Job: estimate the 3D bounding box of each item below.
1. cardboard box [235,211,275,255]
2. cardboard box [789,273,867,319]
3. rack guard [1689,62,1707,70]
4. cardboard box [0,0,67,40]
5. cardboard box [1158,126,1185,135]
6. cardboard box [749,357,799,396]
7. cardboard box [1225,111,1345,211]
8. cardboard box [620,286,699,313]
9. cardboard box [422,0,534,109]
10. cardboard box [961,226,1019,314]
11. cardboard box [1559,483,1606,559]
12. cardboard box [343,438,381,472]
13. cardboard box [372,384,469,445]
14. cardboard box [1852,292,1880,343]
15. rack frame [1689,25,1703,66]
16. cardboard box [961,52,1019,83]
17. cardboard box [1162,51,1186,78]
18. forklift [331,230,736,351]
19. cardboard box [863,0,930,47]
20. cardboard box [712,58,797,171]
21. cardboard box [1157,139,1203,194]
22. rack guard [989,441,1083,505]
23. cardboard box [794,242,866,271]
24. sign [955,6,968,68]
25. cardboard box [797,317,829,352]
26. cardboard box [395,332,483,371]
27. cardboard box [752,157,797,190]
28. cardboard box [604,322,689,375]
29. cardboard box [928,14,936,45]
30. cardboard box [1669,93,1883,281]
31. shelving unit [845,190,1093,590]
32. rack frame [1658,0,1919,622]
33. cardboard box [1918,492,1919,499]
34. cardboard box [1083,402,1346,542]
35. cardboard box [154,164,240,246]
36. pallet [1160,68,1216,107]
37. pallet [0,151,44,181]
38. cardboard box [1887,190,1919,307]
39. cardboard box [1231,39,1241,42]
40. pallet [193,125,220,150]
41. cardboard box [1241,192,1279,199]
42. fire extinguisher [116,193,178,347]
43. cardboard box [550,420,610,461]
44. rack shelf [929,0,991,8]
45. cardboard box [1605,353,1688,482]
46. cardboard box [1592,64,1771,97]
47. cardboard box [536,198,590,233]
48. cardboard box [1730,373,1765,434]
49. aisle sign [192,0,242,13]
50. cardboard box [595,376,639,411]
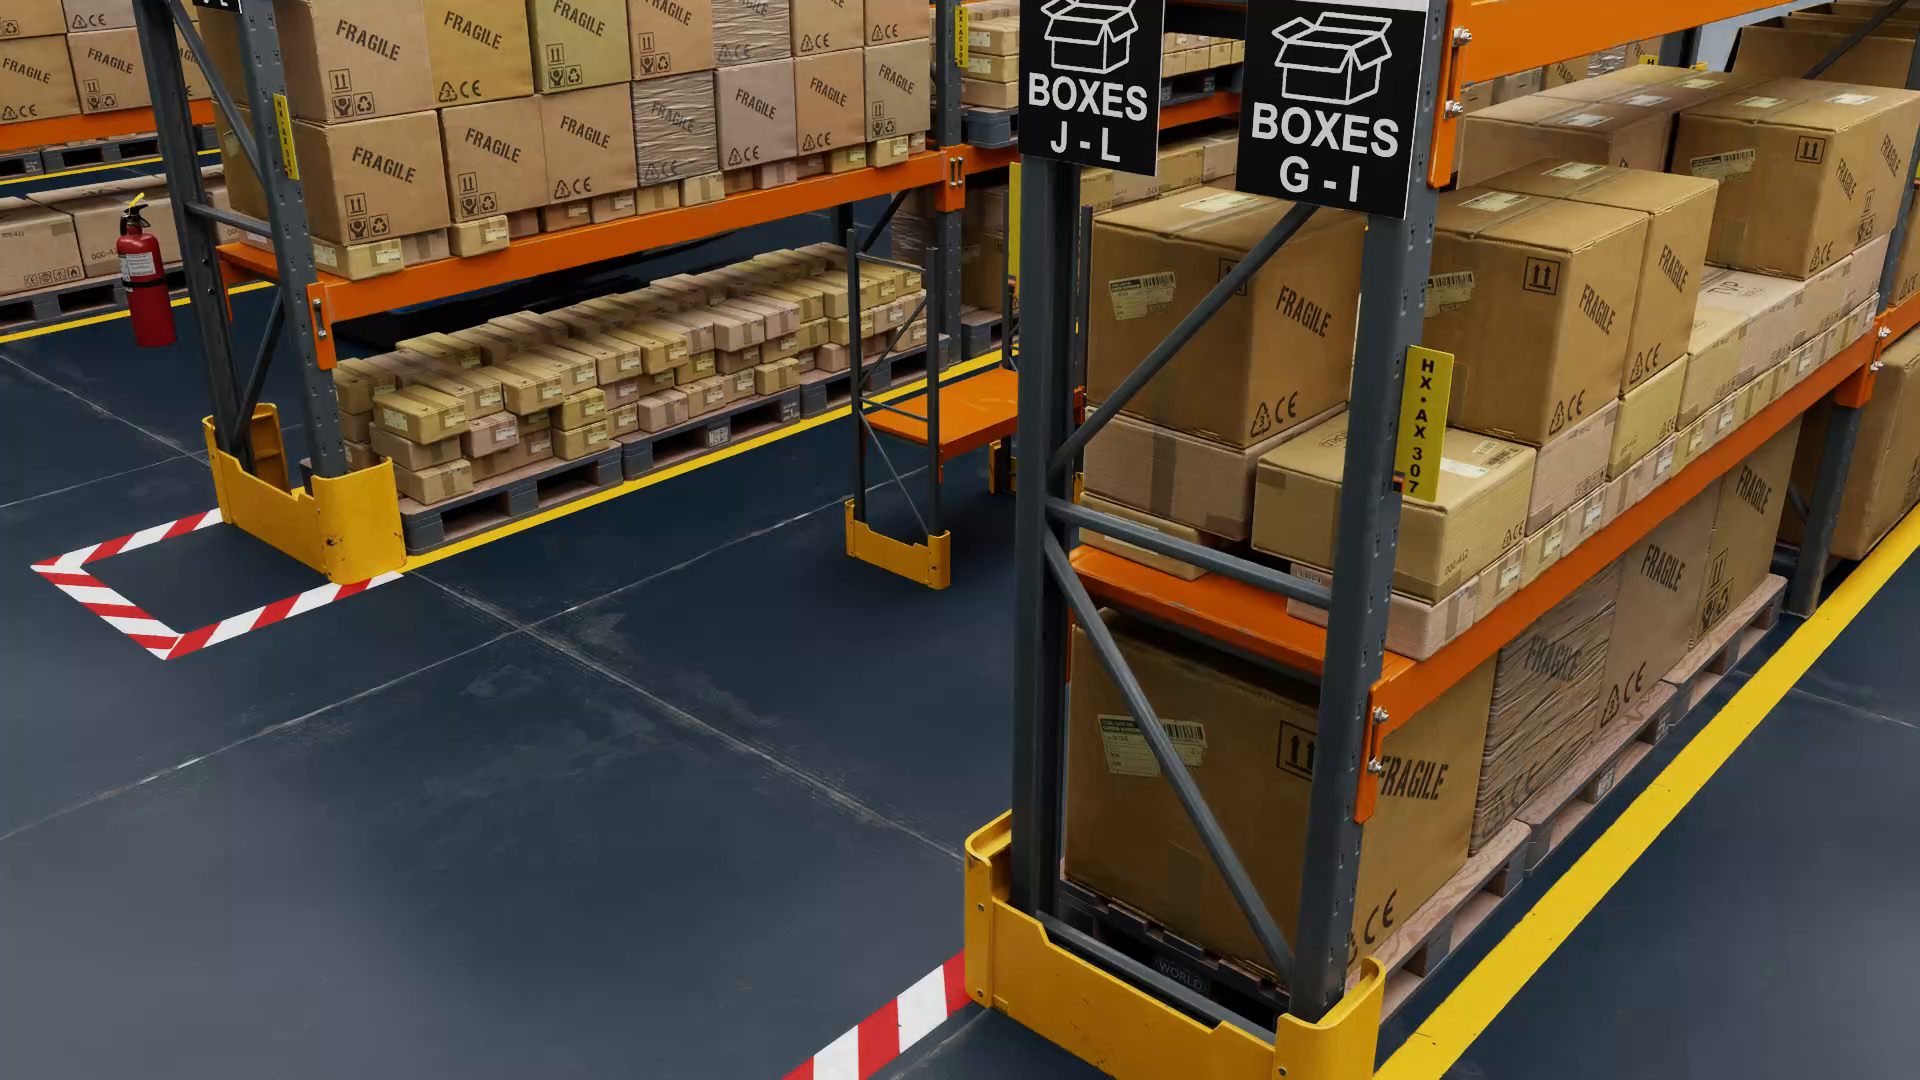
[{"bbox_3d":[-3.066,-1.409,7.533,0.380,0.149,0.250,20,31,38],"label":"cardboard box"},{"bbox_3d":[-0.749,-1.382,9.410,0.380,0.149,0.250,20,31,37],"label":"cardboard box"},{"bbox_3d":[7.622,-5.088,18.488,1.175,0.500,0.348,20,31,38],"label":"rack guard"},{"bbox_3d":[-5.954,-3.397,10.317,0.500,0.500,0.500,19,30,36],"label":"cardboard box"},{"bbox_3d":[1.288,-2.879,12.130,0.500,0.250,0.500,20,31,37],"label":"cardboard box"},{"bbox_3d":[-1.102,-0.929,9.126,0.380,0.149,0.250,20,31,37],"label":"cardboard box"},{"bbox_3d":[2.740,-3.110,13.257,1.050,0.750,0.750,20,31,37],"label":"cardboard box"},{"bbox_3d":[-1.656,-1.275,9.171,0.380,0.149,0.250,19,30,35],"label":"cardboard box"},{"bbox_3d":[-2.243,-2.204,7.292,0.500,0.500,0.500,21,32,39],"label":"cardboard box"},{"bbox_3d":[0.288,-1.769,10.572,0.500,0.500,0.500,22,32,39],"label":"cardboard box"},{"bbox_3d":[1.550,-0.102,4.617,0.380,0.149,0.250,20,31,37],"label":"cardboard box"},{"bbox_3d":[-2.877,-0.455,8.070,0.380,0.149,0.250,21,31,38],"label":"cardboard box"},{"bbox_3d":[-2.470,-0.576,7.612,0.380,0.149,0.250,18,30,35],"label":"cardboard box"},{"bbox_3d":[3.264,-0.884,6.361,0.380,0.149,0.250,20,31,38],"label":"cardboard box"},{"bbox_3d":[7.606,-6.222,17.960,1.000,3.000,0.127,20,31,38],"label":"rack frame"},{"bbox_3d":[0.202,-2.773,9.698,0.380,0.149,0.250,21,31,38],"label":"cardboard box"},{"bbox_3d":[1.240,-3.112,10.819,0.380,0.149,0.250,18,30,35],"label":"cardboard box"},{"bbox_3d":[-2.855,-3.021,10.905,1.130,2.935,3.031,18,30,34],"label":"forklift"},{"bbox_3d":[-0.515,-2.986,9.036,0.500,0.500,0.500,19,30,36],"label":"cardboard box"},{"bbox_3d":[-1.196,-2.213,8.534,0.500,0.500,0.500,20,31,37],"label":"cardboard box"},{"bbox_3d":[1.325,-2.590,11.486,0.500,0.250,0.500,21,32,39],"label":"cardboard box"},{"bbox_3d":[0.383,-0.289,8.089,0.587,0.250,0.087,20,31,38],"label":"rack guard"},{"bbox_3d":[-0.787,-1.679,10.073,0.380,0.149,0.250,22,32,40],"label":"cardboard box"},{"bbox_3d":[0.006,-2.815,9.303,0.100,0.325,0.005,20,31,38],"label":"sign"},{"bbox_3d":[-0.954,-1.187,9.340,0.380,0.149,0.250,20,31,38],"label":"cardboard box"},{"bbox_3d":[-2.619,-0.914,8.367,0.380,0.149,0.250,19,31,36],"label":"cardboard box"},{"bbox_3d":[-1.082,-1.964,8.771,0.380,0.149,0.250,19,30,35],"label":"cardboard box"},{"bbox_3d":[-1.606,-0.982,8.519,0.380,0.149,0.250,21,31,38],"label":"cardboard box"},{"bbox_3d":[-0.281,-3.090,10.041,0.380,0.149,0.250,22,32,40],"label":"cardboard box"},{"bbox_3d":[2.778,-1.225,5.720,0.500,0.500,0.500,21,31,38],"label":"cardboard box"},{"bbox_3d":[0.051,-0.708,7.495,0.587,1.500,1.083,20,31,38],"label":"shelving unit"},{"bbox_3d":[3.223,-1.181,6.717,1.000,3.000,0.127,20,31,38],"label":"rack frame"},{"bbox_3d":[4.231,-0.876,8.120,1.225,0.875,0.875,19,30,36],"label":"cardboard box"},{"bbox_3d":[0.679,-0.249,4.459,0.500,0.250,0.500,20,31,37],"label":"cardboard box"},{"bbox_3d":[-5.253,-2.474,12.220,0.875,0.438,0.875,19,30,36],"label":"cardboard box"},{"bbox_3d":[0.976,-3.083,11.193,1.003,0.211,1.213,20,31,38],"label":"pallet"},{"bbox_3d":[-9.129,-3.386,15.044,1.003,0.211,1.213,20,31,38],"label":"pallet"},{"bbox_3d":[3.716,-1.298,6.856,0.500,0.500,0.500,20,31,38],"label":"cardboard box"},{"bbox_3d":[1.758,-3.483,11.283,0.380,0.149,0.250,20,31,38],"label":"cardboard box"},{"bbox_3d":[-7.341,-4.226,16.918,1.003,0.211,1.213,20,31,38],"label":"pallet"},{"bbox_3d":[2.022,-2.563,12.343,0.500,0.500,0.500,20,31,37],"label":"cardboard box"},{"bbox_3d":[-3.585,-1.191,7.290,0.296,0.674,0.183,20,31,38],"label":"fire extinguisher"},{"bbox_3d":[-1.958,-0.538,8.254,0.380,0.149,0.250,21,31,38],"label":"cardboard box"},{"bbox_3d":[-0.152,-5.386,16.976,1.077,0.370,4.000,20,31,38],"label":"rack shelf"},{"bbox_3d":[1.755,-0.414,4.827,0.500,0.250,0.500,19,30,36],"label":"cardboard box"},{"bbox_3d":[2.713,-1.514,6.363,0.500,0.500,0.500,20,31,38],"label":"cardboard box"},{"bbox_3d":[-1.984,-1.590,7.937,0.380,0.149,0.250,20,31,37],"label":"cardboard box"},{"bbox_3d":[2.406,-0.492,5.488,0.380,0.149,0.250,20,31,37],"label":"cardboard box"},{"bbox_3d":[-2.898,-2.429,6.324,0.394,0.787,0.004,20,31,38],"label":"aisle sign"},{"bbox_3d":[-1.851,-0.785,8.442,0.380,0.149,0.250,18,30,35],"label":"cardboard box"}]
